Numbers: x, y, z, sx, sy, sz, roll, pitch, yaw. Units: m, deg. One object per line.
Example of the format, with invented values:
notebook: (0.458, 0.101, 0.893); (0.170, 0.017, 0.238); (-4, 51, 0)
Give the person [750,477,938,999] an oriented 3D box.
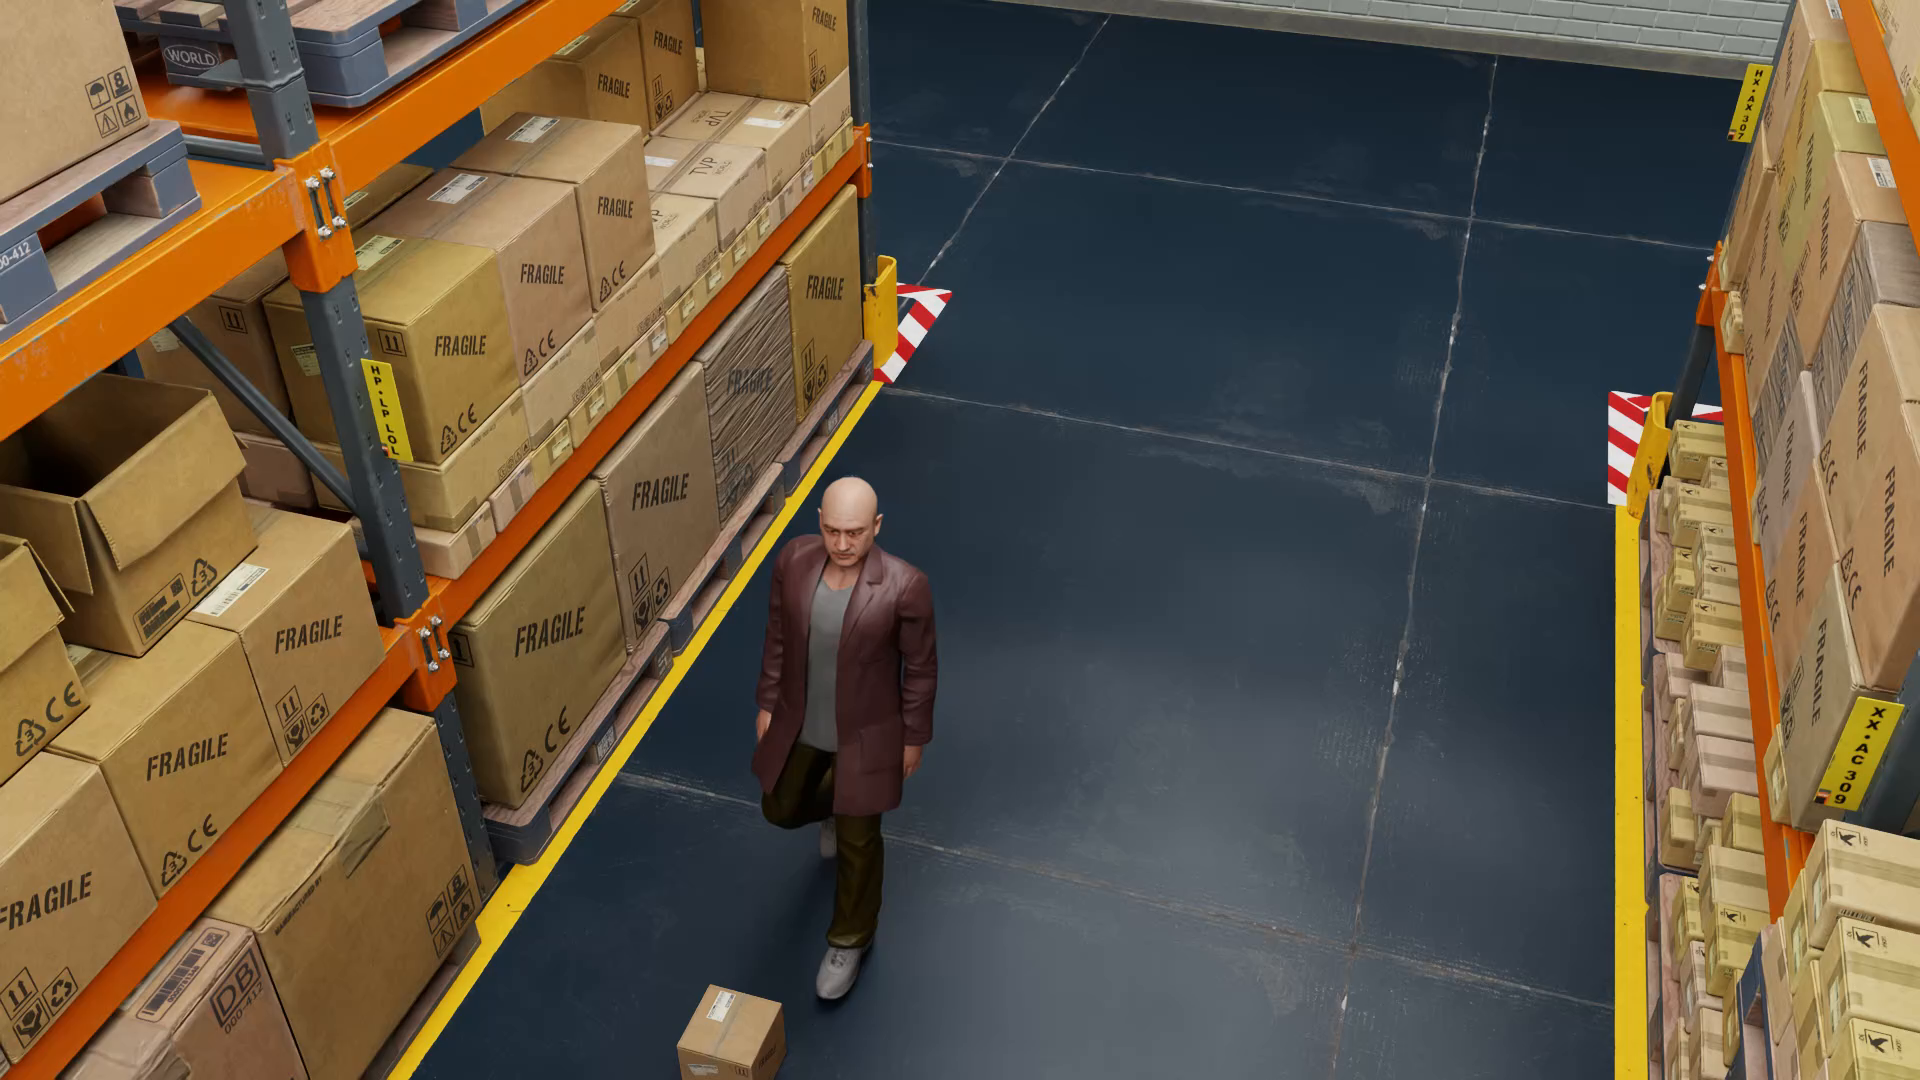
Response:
person: (-0.389, 0.596, 5.328); (0.597, 1.764, 0.802); (14, 39, 19)
